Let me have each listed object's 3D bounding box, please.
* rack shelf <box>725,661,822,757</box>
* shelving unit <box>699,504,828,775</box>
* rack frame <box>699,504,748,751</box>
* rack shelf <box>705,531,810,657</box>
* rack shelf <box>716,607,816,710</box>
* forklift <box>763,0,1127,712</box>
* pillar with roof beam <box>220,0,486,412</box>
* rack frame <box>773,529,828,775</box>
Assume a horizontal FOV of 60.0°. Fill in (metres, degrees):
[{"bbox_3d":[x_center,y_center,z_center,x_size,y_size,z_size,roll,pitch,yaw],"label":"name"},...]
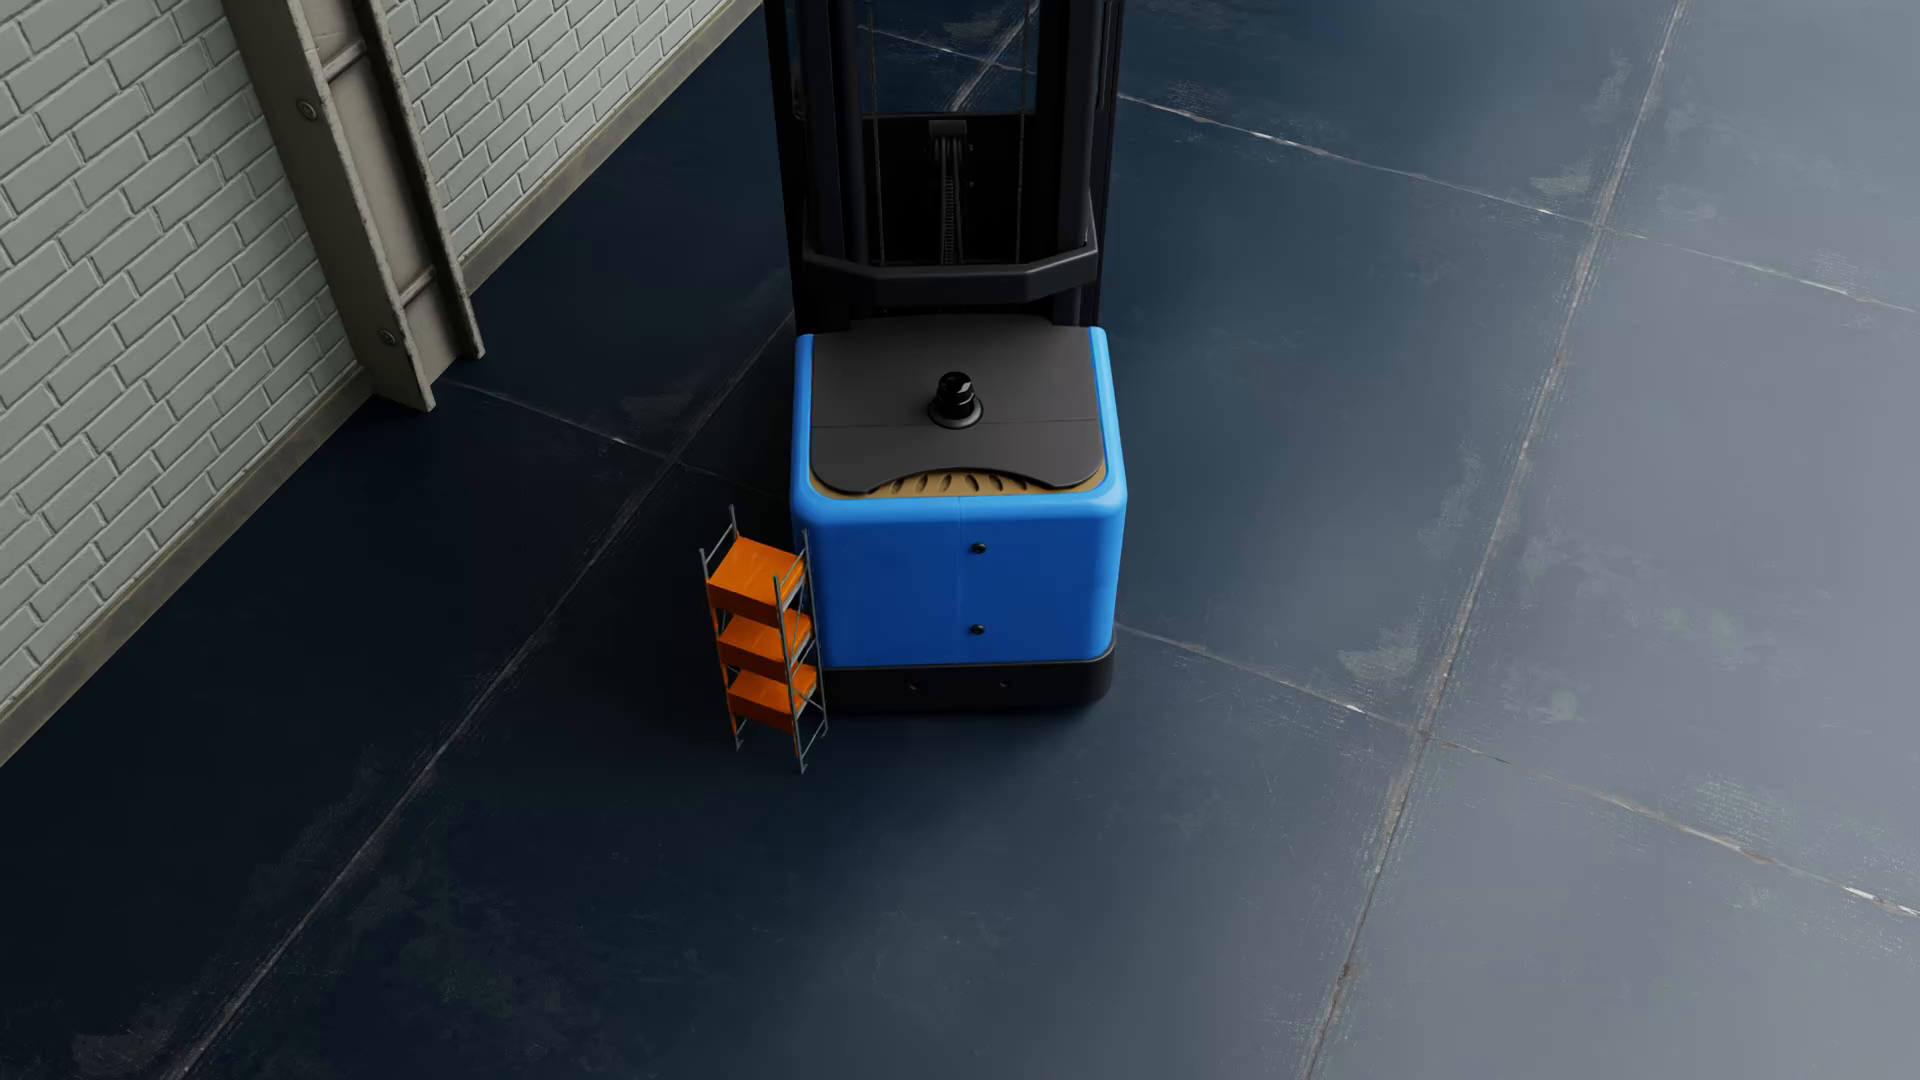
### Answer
[{"bbox_3d":[-0.607,0.528,5.490,0.240,0.259,0.215,18,52,15],"label":"rack shelf"},{"bbox_3d":[-0.607,0.341,5.271,0.252,1.050,0.215,18,52,15],"label":"shelving unit"},{"bbox_3d":[-0.719,0.304,5.302,0.008,1.050,0.200,18,52,15],"label":"rack frame"},{"bbox_3d":[-0.607,0.164,5.063,0.240,0.259,0.215,18,52,15],"label":"rack shelf"},{"bbox_3d":[-0.607,0.348,5.279,0.240,0.259,0.215,18,52,15],"label":"rack shelf"},{"bbox_3d":[-0.056,-1.484,5.588,1.130,2.935,3.031,-2,50,-1],"label":"forklift"},{"bbox_3d":[1.700,-2.214,2.225,9.100,9.000,0.400,20,52,16],"label":"pillar with roof beam"},{"bbox_3d":[-0.495,0.377,5.239,0.008,1.050,0.200,18,52,15],"label":"rack frame"}]
